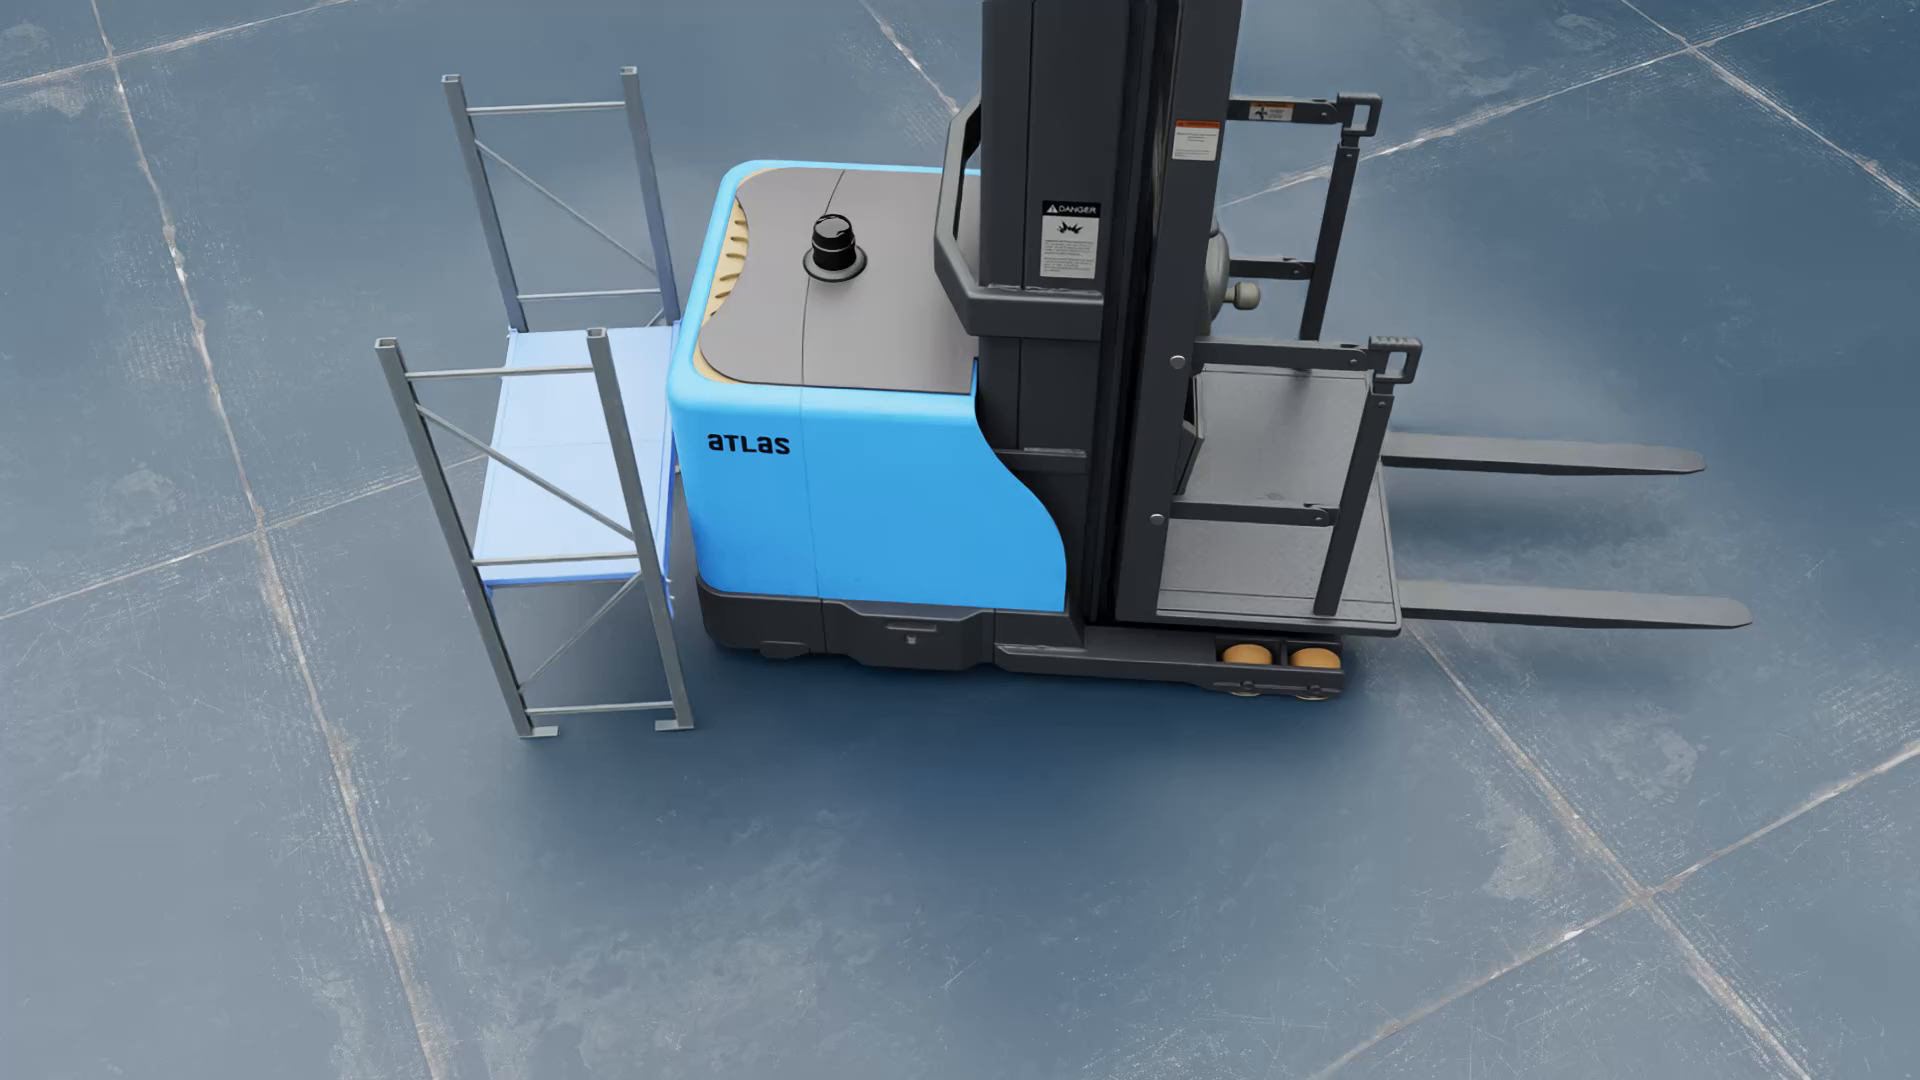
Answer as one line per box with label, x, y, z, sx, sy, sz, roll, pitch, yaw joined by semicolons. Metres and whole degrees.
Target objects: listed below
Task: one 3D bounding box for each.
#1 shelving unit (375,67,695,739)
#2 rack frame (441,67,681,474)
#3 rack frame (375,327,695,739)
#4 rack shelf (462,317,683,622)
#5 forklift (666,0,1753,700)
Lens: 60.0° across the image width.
shelving unit;-1.051;-0.332;4.541;0.538;1.500;1.048;-3;49;-2
rack frame;-1.083;-0.714;4.875;0.500;1.500;0.032;-3;49;-2
rack frame;-1.020;0.050;4.207;0.500;1.500;0.032;-3;49;-2
rack shelf;-1.050;-0.214;4.676;0.538;0.185;1.000;-3;49;-2
forklift;0.781;-0.917;4.105;3.031;2.935;1.130;3;49;3
